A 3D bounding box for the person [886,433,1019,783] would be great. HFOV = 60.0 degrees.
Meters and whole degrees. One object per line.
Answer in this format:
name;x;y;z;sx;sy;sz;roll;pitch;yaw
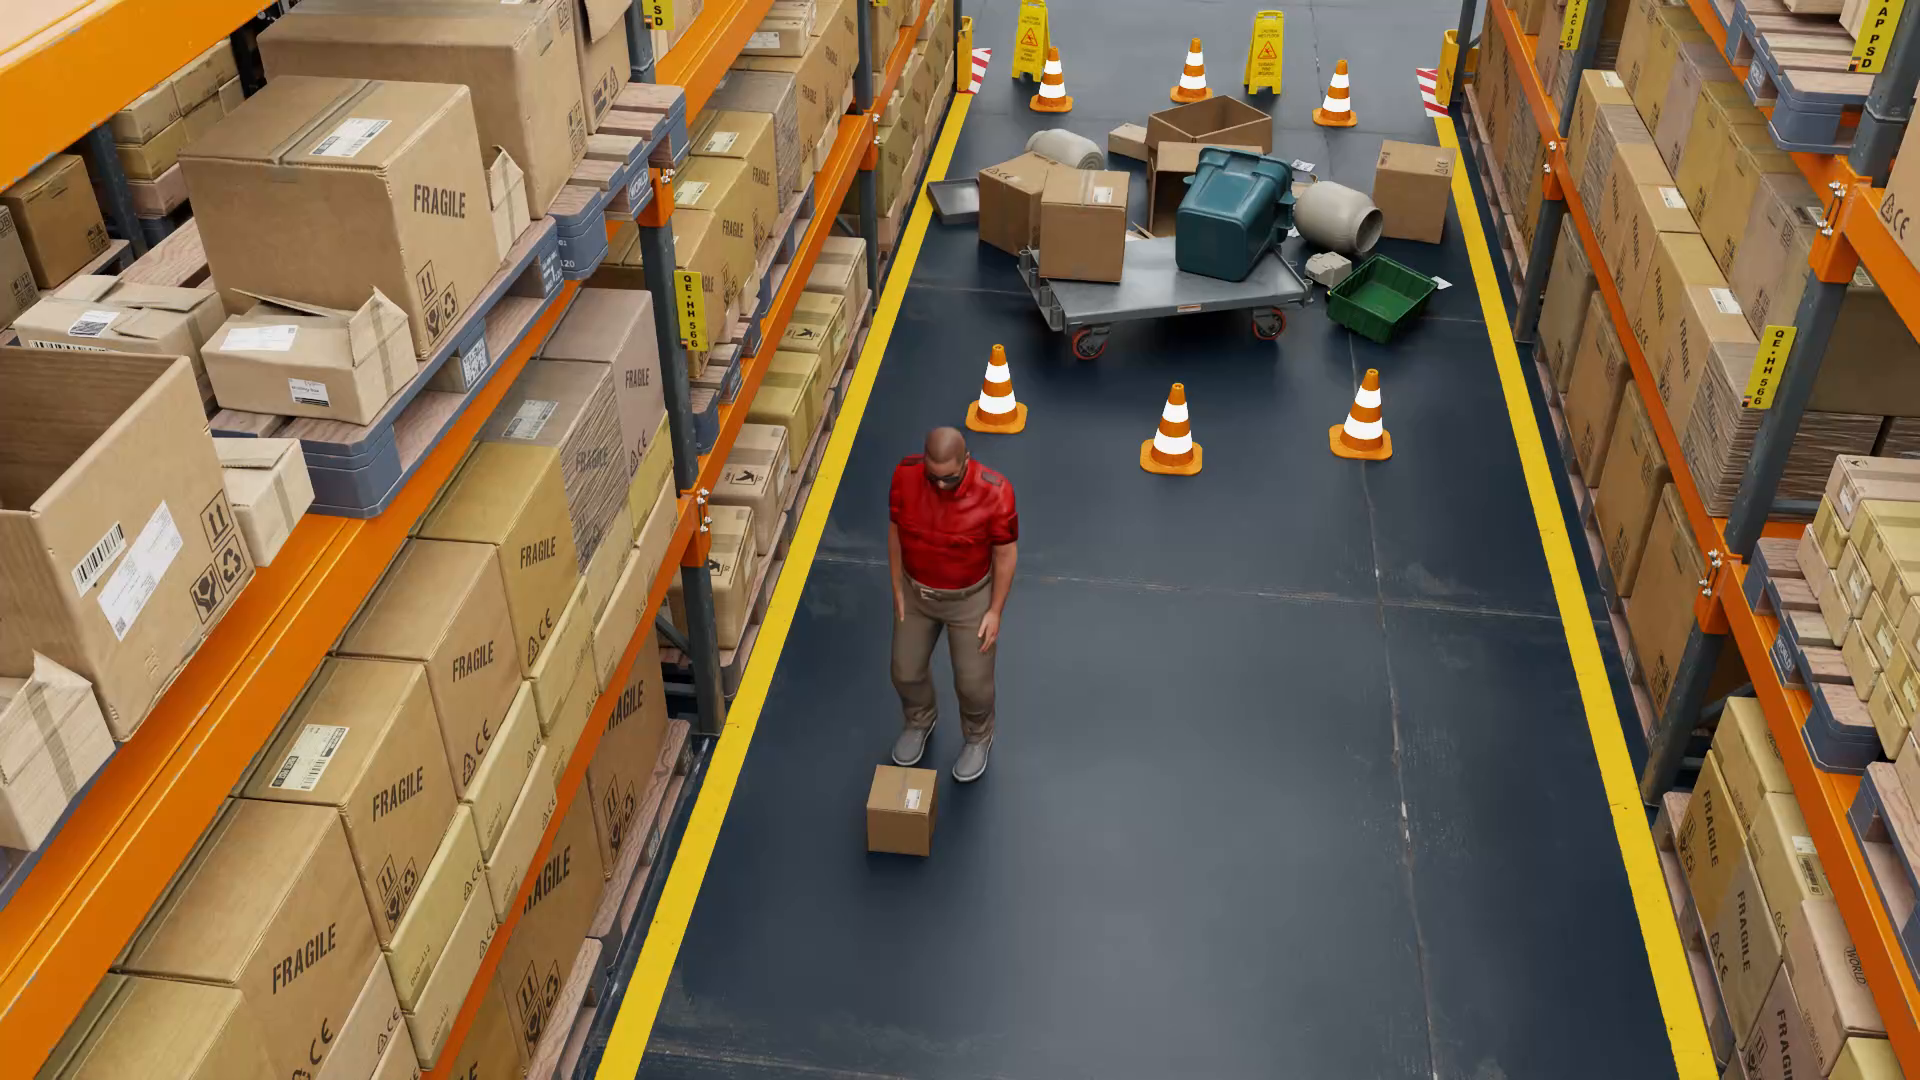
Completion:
person;-0.036;0.247;6.760;0.553;1.687;0.415;13;38;17
